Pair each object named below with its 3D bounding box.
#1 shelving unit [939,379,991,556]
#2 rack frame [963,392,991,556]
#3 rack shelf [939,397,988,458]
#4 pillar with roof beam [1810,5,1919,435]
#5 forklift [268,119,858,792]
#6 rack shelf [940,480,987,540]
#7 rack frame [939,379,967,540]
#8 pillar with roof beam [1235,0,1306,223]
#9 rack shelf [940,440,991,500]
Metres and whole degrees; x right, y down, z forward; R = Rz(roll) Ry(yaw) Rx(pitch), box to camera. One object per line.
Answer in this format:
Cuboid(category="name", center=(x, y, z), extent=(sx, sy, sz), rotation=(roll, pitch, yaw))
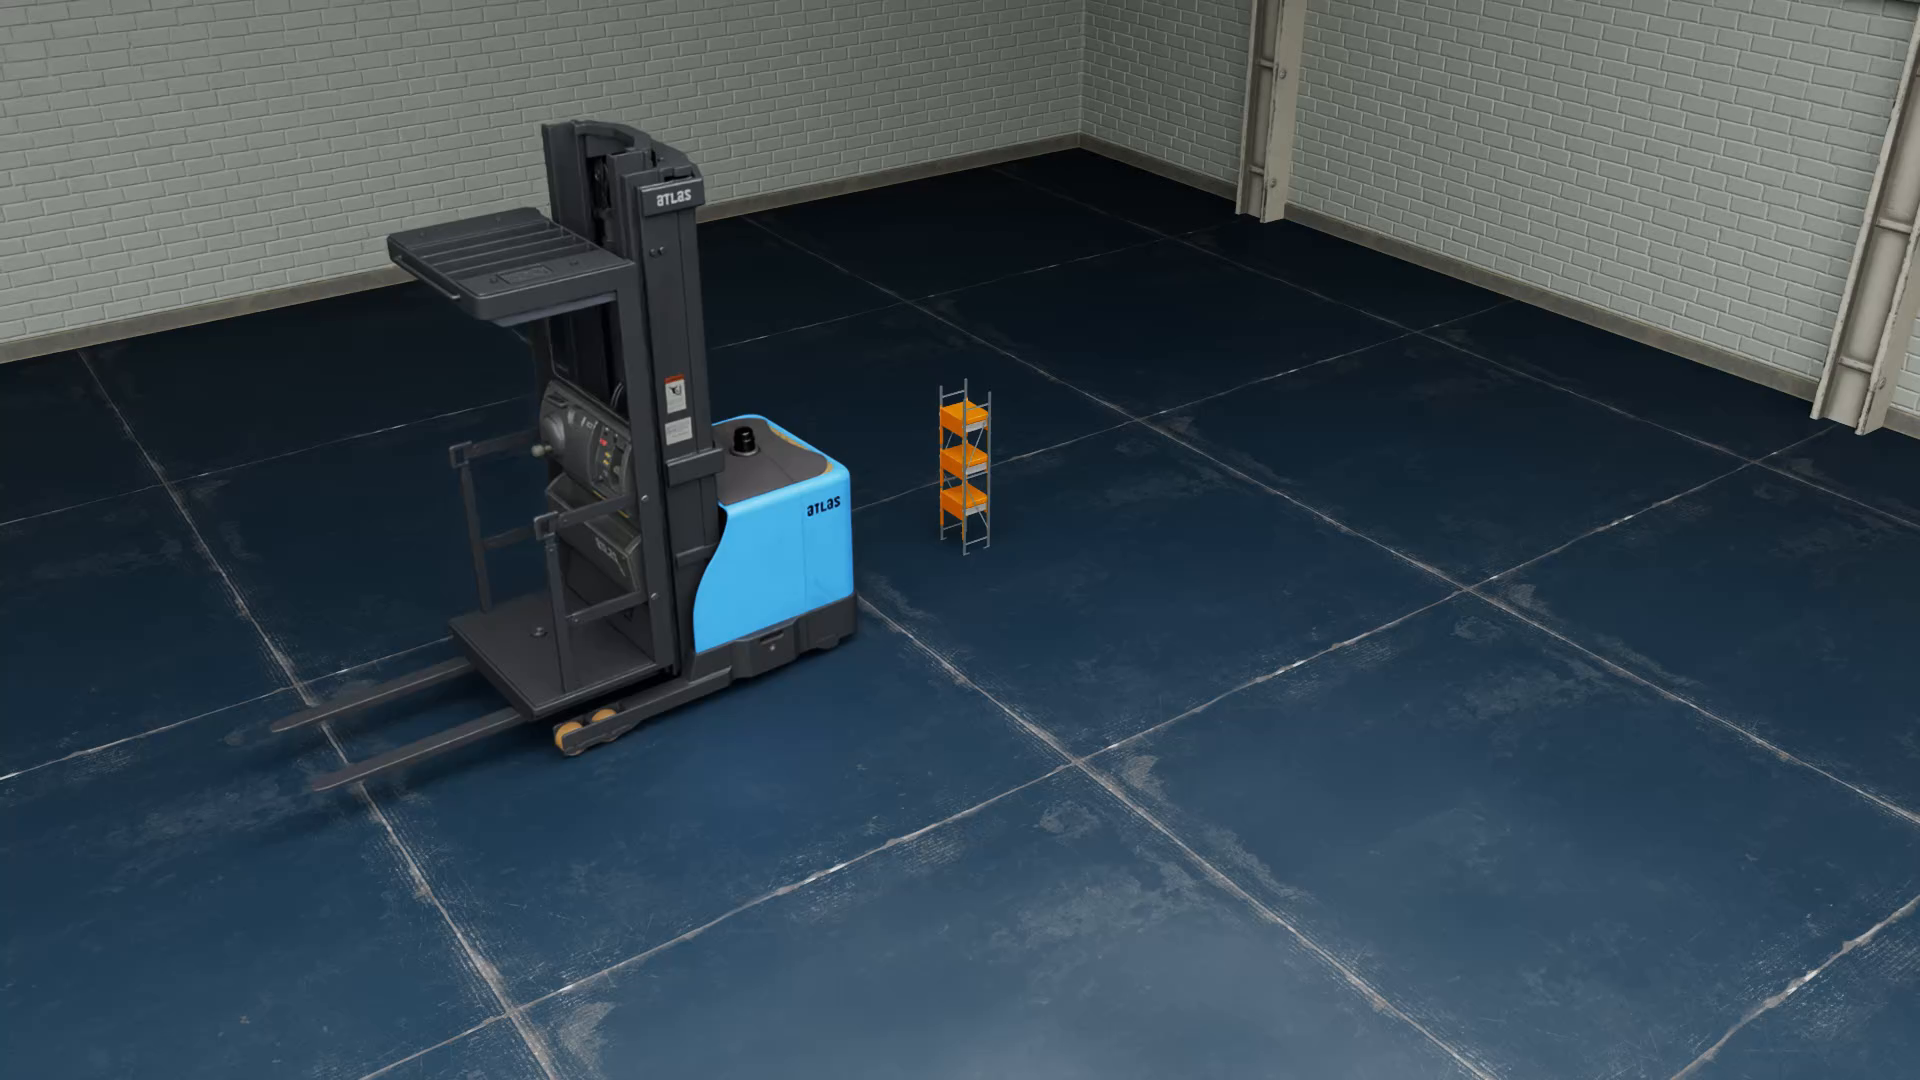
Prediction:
Cuboid(category="shelving unit", center=(0.031, -0.441, 10.188), extent=(0.215, 1.050, 0.252), rotation=(-19, 34, -31))
Cuboid(category="rack frame", center=(0.102, -0.393, 10.100), extent=(0.200, 1.050, 0.008), rotation=(-19, 34, -31))
Cuboid(category="rack shelf", center=(0.031, -0.681, 10.057), extent=(0.215, 0.259, 0.240), rotation=(-19, 34, -31))
Cuboid(category="pillar with roof beam", center=(2.928, -3.625, 7.723), extent=(9.100, 9.000, 0.400), rotation=(-19, 34, -31))
Cuboid(category="forklift", center=(-2.053, -0.478, 8.285), extent=(3.031, 2.935, 1.130), rotation=(-20, 35, -33))
Cuboid(category="rack shelf", center=(0.031, -0.187, 10.325), extent=(0.215, 0.259, 0.240), rotation=(-19, 34, -31))
Cuboid(category="rack frame", center=(-0.040, -0.488, 10.275), extent=(0.200, 1.050, 0.008), rotation=(-19, 34, -31))
Cuboid(category="pillar with roof beam", center=(-0.552, -5.958, 12.018), extent=(9.100, 9.000, 0.400), rotation=(-19, 34, -31))
Cuboid(category="rack shelf", center=(0.031, -0.431, 10.193), extent=(0.215, 0.259, 0.240), rotation=(-19, 34, -31))
